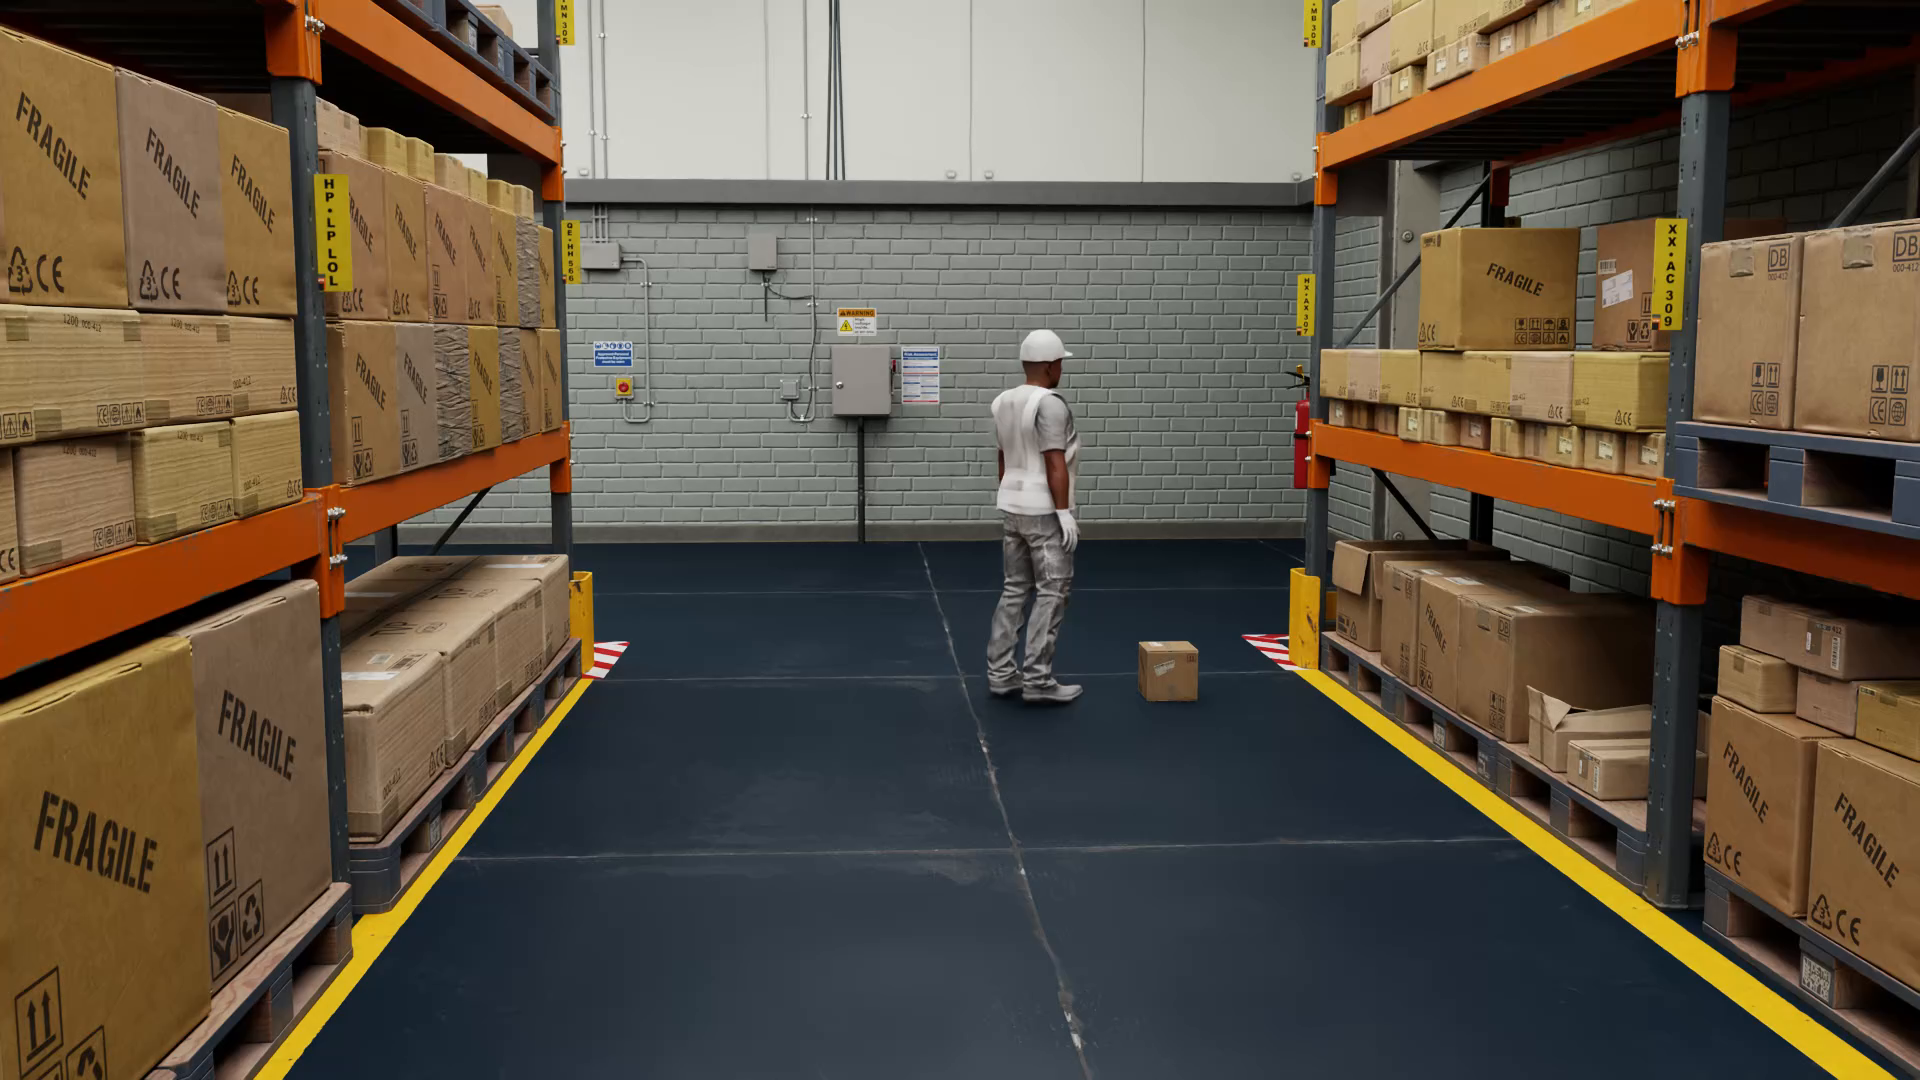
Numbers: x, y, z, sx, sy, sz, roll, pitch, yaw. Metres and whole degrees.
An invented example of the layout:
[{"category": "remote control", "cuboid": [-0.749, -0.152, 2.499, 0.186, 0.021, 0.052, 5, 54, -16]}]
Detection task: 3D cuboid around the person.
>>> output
[{"category": "person", "cuboid": [0.372, -0.128, 8.078, 0.398, 1.776, 0.596, -4, 8, -28]}]
